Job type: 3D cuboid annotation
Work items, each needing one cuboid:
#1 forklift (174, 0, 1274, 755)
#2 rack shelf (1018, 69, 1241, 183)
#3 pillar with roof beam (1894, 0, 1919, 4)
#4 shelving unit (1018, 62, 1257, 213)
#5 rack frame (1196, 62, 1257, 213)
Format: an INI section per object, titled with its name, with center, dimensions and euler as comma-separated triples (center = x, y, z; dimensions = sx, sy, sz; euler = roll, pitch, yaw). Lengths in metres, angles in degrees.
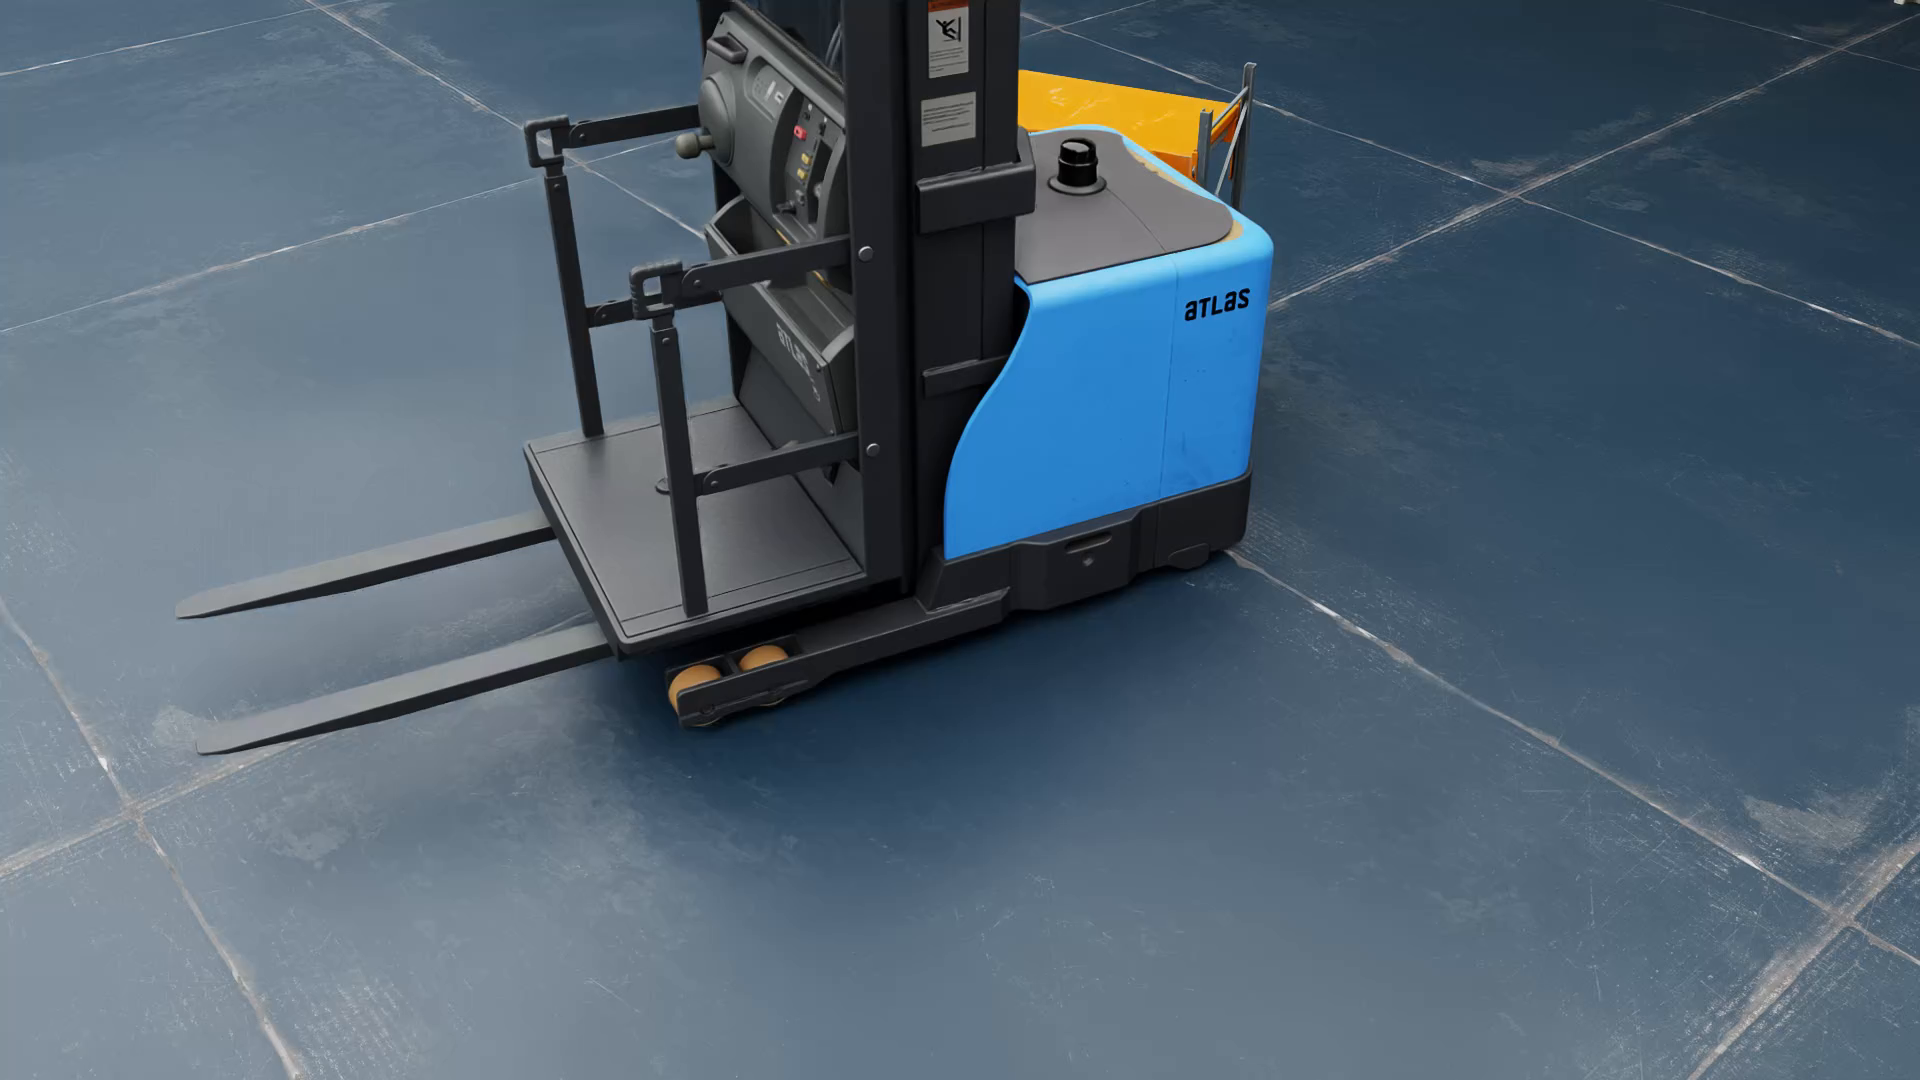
[forklift]
center = -0.669, -1.038, 4.179
dimensions = 3.031, 2.935, 1.130
euler = -16, 38, -21
[rack shelf]
center = 0.411, -1.368, 5.702
dimensions = 1.000, 0.278, 0.538
euler = 15, 38, 21
[pillar with roof beam]
center = 2.381, -5.163, 4.754
dimensions = 9.100, 9.000, 0.400
euler = -26, 43, -32
[shelving unit]
center = 0.411, -1.130, 5.872
dimensions = 1.048, 1.125, 0.538
euler = 15, 38, 21
[rack frame]
center = 0.870, -1.003, 5.693
dimensions = 0.032, 1.125, 0.500
euler = 15, 38, 21
